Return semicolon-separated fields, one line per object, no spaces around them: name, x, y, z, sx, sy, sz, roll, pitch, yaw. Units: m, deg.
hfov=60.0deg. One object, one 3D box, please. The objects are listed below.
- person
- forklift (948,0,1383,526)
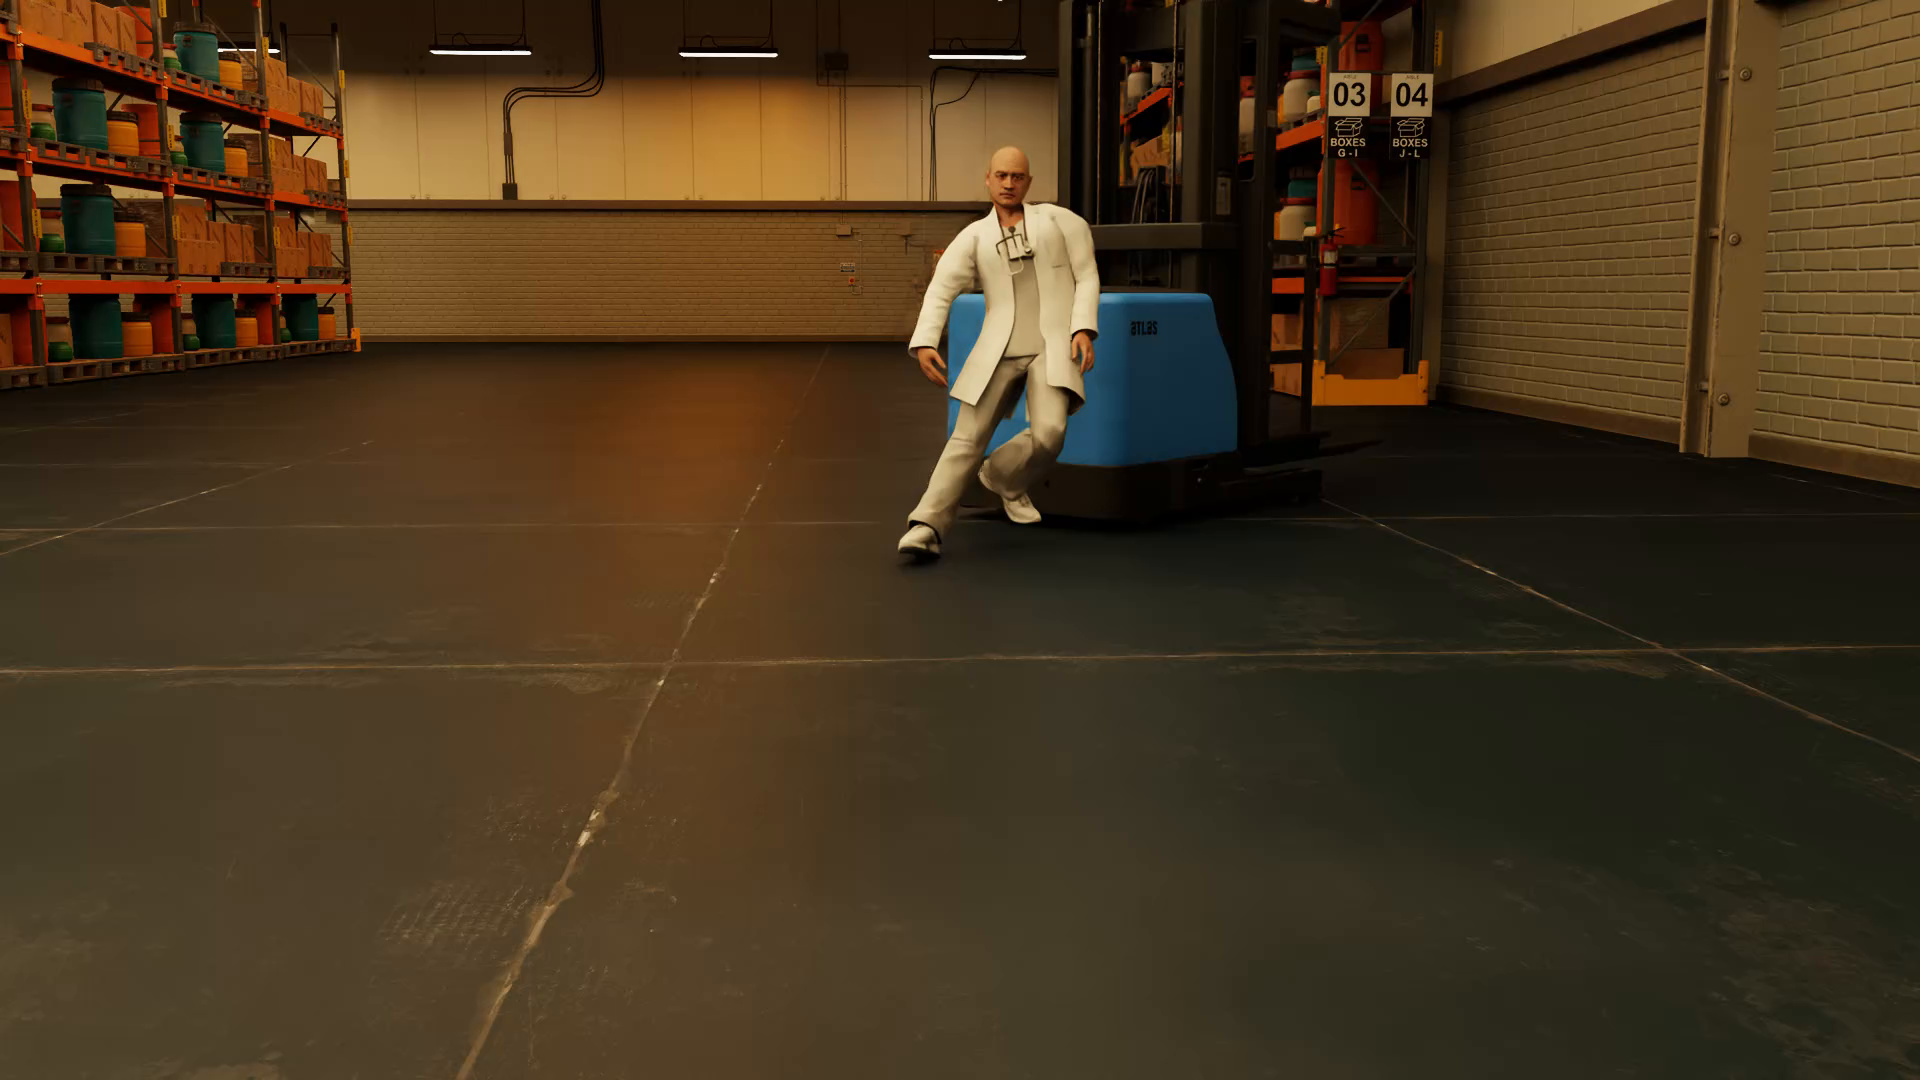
person;0.170;-0.762;6.747;0.756;1.668;0.769;2;9;11
forklift;1.258;-1.681;8.652;1.130;2.935;3.031;7;11;39
